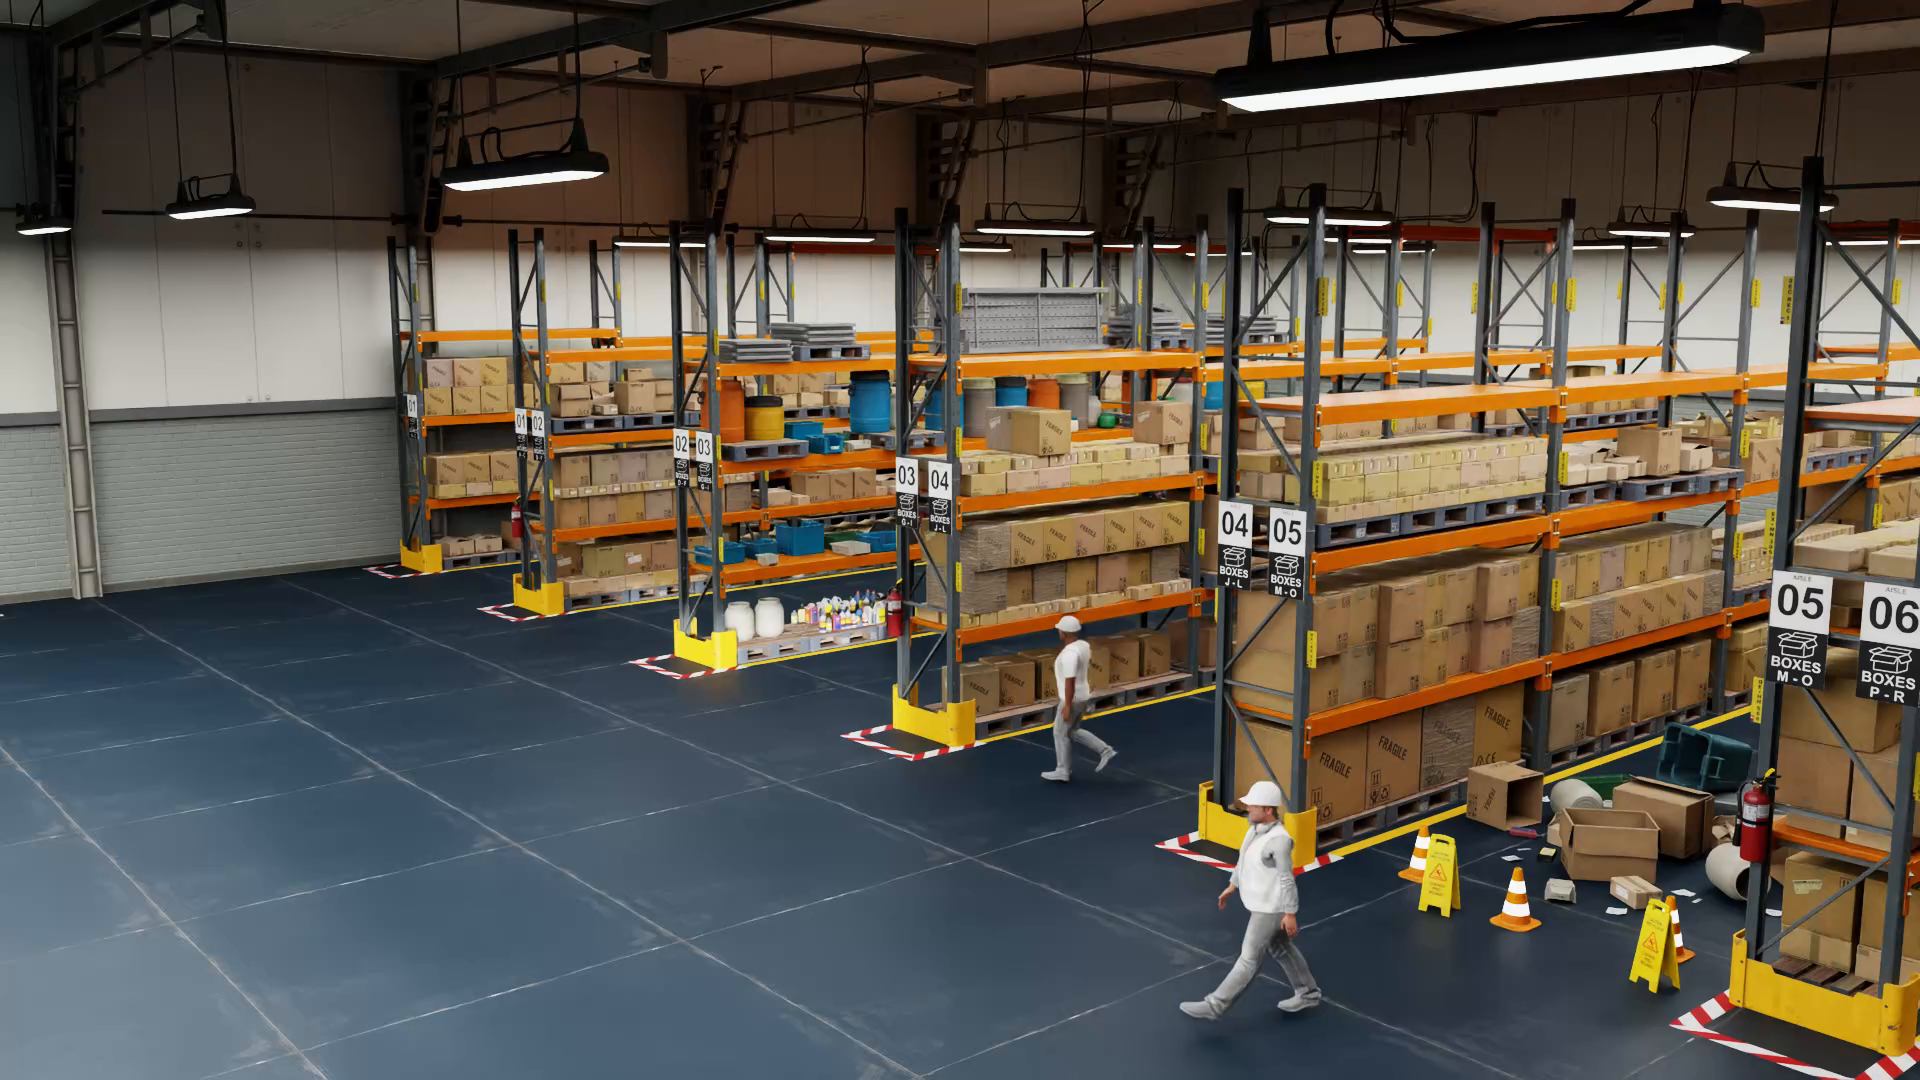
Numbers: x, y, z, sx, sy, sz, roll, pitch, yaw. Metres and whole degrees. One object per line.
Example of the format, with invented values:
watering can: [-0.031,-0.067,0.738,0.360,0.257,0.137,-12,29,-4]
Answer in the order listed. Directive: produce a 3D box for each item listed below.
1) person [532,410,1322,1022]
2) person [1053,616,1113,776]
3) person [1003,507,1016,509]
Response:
person: [-2.056,0.685,18.822,8.244,3.162,15.800,-1,9,-4]
person: [1.283,1.622,17.276,0.609,1.686,0.575,2,9,10]
person: [0.679,0.304,24.005,0.565,1.669,0.613,-6,11,-34]
